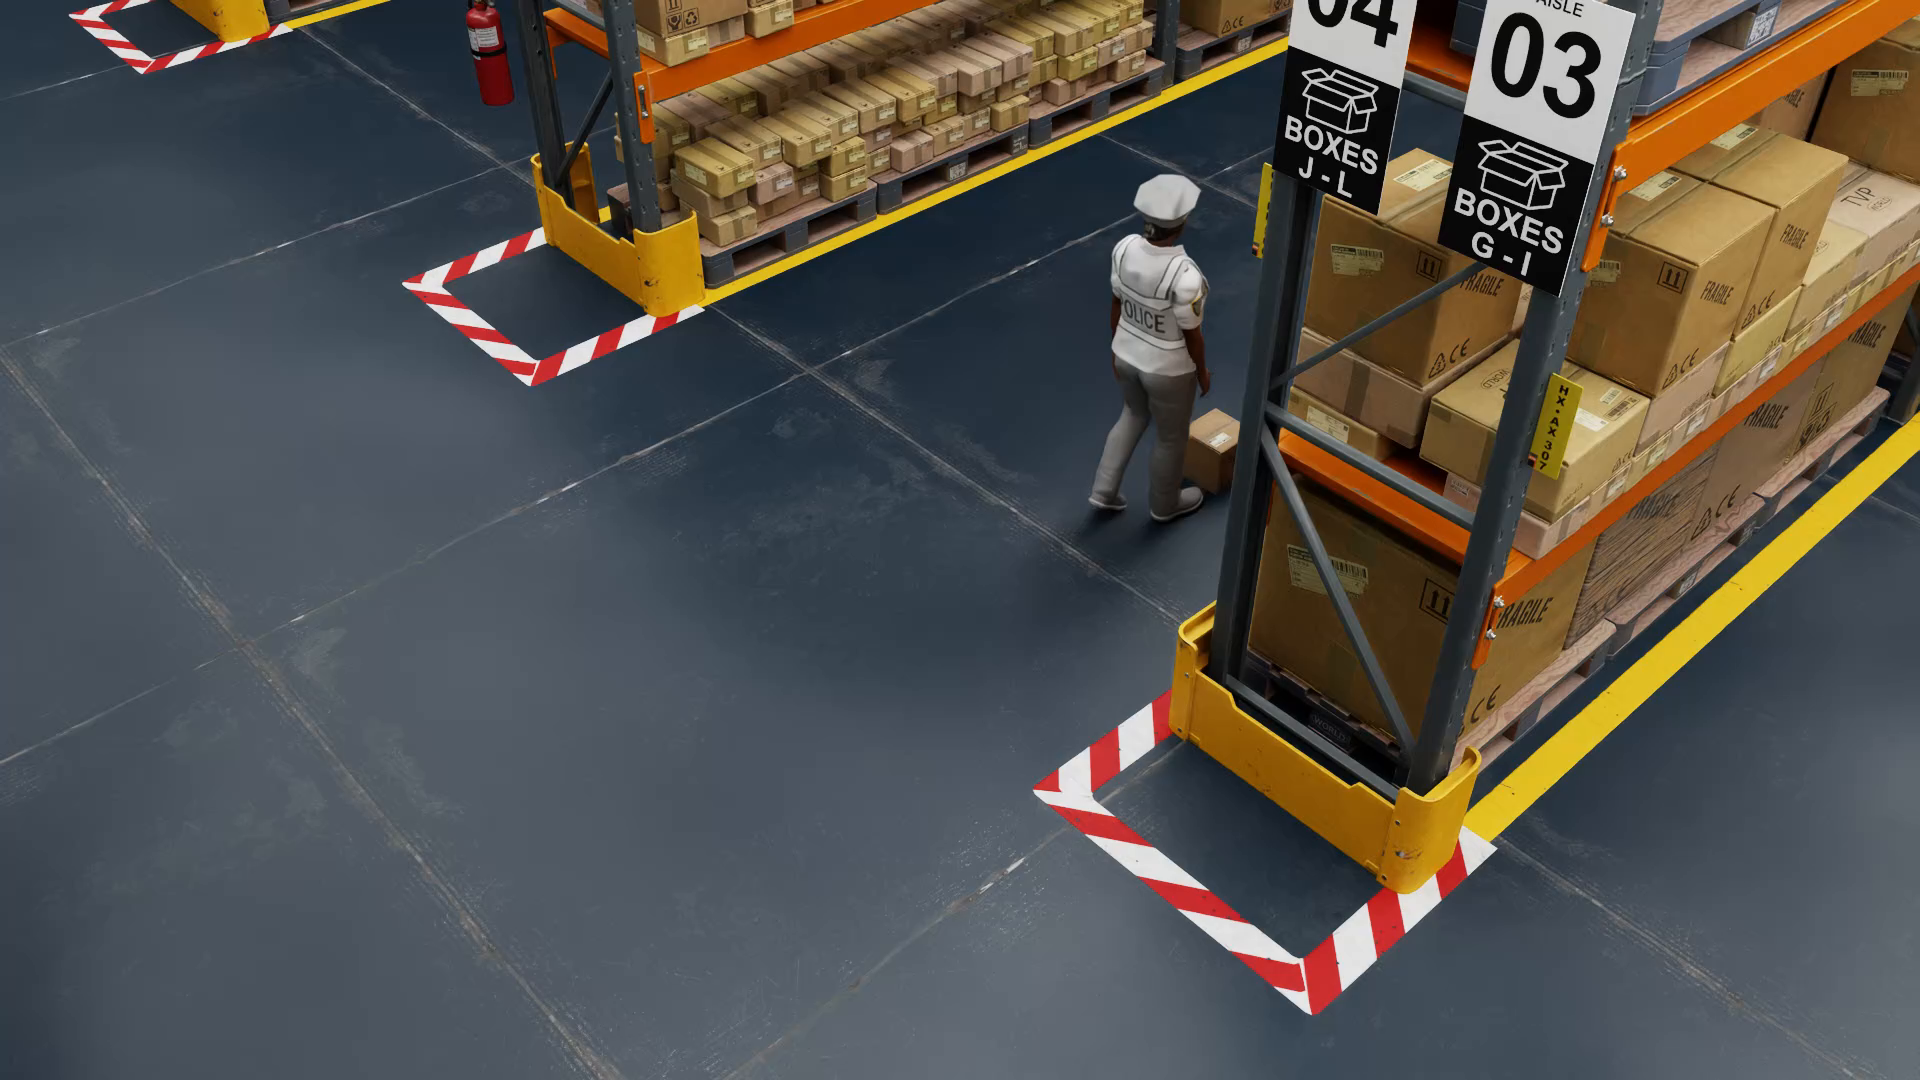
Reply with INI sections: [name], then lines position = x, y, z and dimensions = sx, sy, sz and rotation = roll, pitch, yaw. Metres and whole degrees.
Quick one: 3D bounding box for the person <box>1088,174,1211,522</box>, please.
[person]
position = 0.857, -0.758, 7.061
dimensions = 0.514, 1.715, 0.454
rotation = -30, 48, -31
